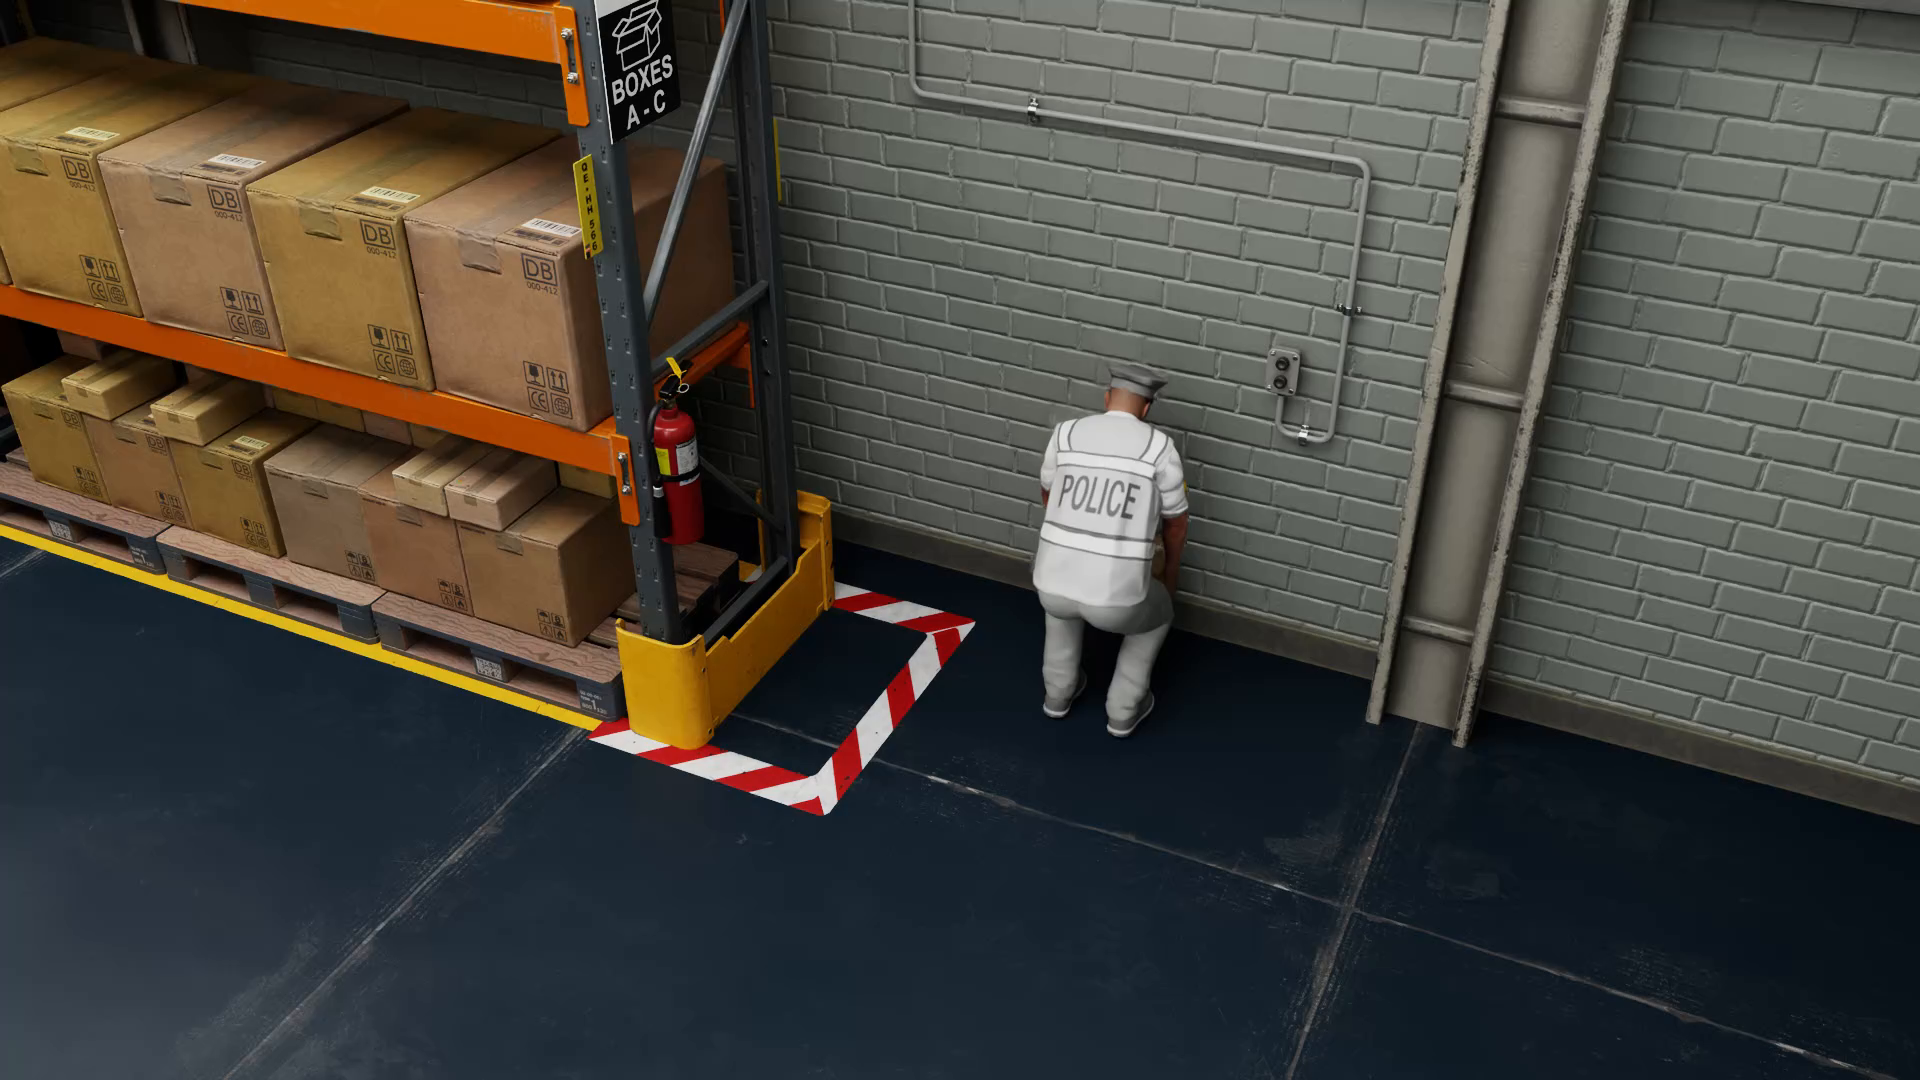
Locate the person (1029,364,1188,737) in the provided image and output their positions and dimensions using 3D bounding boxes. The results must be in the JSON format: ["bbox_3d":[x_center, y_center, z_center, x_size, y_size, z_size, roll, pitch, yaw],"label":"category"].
[{"bbox_3d":[0.546,0.052,6.398,0.590,1.383,0.822,14,36,21],"label":"person"}]
